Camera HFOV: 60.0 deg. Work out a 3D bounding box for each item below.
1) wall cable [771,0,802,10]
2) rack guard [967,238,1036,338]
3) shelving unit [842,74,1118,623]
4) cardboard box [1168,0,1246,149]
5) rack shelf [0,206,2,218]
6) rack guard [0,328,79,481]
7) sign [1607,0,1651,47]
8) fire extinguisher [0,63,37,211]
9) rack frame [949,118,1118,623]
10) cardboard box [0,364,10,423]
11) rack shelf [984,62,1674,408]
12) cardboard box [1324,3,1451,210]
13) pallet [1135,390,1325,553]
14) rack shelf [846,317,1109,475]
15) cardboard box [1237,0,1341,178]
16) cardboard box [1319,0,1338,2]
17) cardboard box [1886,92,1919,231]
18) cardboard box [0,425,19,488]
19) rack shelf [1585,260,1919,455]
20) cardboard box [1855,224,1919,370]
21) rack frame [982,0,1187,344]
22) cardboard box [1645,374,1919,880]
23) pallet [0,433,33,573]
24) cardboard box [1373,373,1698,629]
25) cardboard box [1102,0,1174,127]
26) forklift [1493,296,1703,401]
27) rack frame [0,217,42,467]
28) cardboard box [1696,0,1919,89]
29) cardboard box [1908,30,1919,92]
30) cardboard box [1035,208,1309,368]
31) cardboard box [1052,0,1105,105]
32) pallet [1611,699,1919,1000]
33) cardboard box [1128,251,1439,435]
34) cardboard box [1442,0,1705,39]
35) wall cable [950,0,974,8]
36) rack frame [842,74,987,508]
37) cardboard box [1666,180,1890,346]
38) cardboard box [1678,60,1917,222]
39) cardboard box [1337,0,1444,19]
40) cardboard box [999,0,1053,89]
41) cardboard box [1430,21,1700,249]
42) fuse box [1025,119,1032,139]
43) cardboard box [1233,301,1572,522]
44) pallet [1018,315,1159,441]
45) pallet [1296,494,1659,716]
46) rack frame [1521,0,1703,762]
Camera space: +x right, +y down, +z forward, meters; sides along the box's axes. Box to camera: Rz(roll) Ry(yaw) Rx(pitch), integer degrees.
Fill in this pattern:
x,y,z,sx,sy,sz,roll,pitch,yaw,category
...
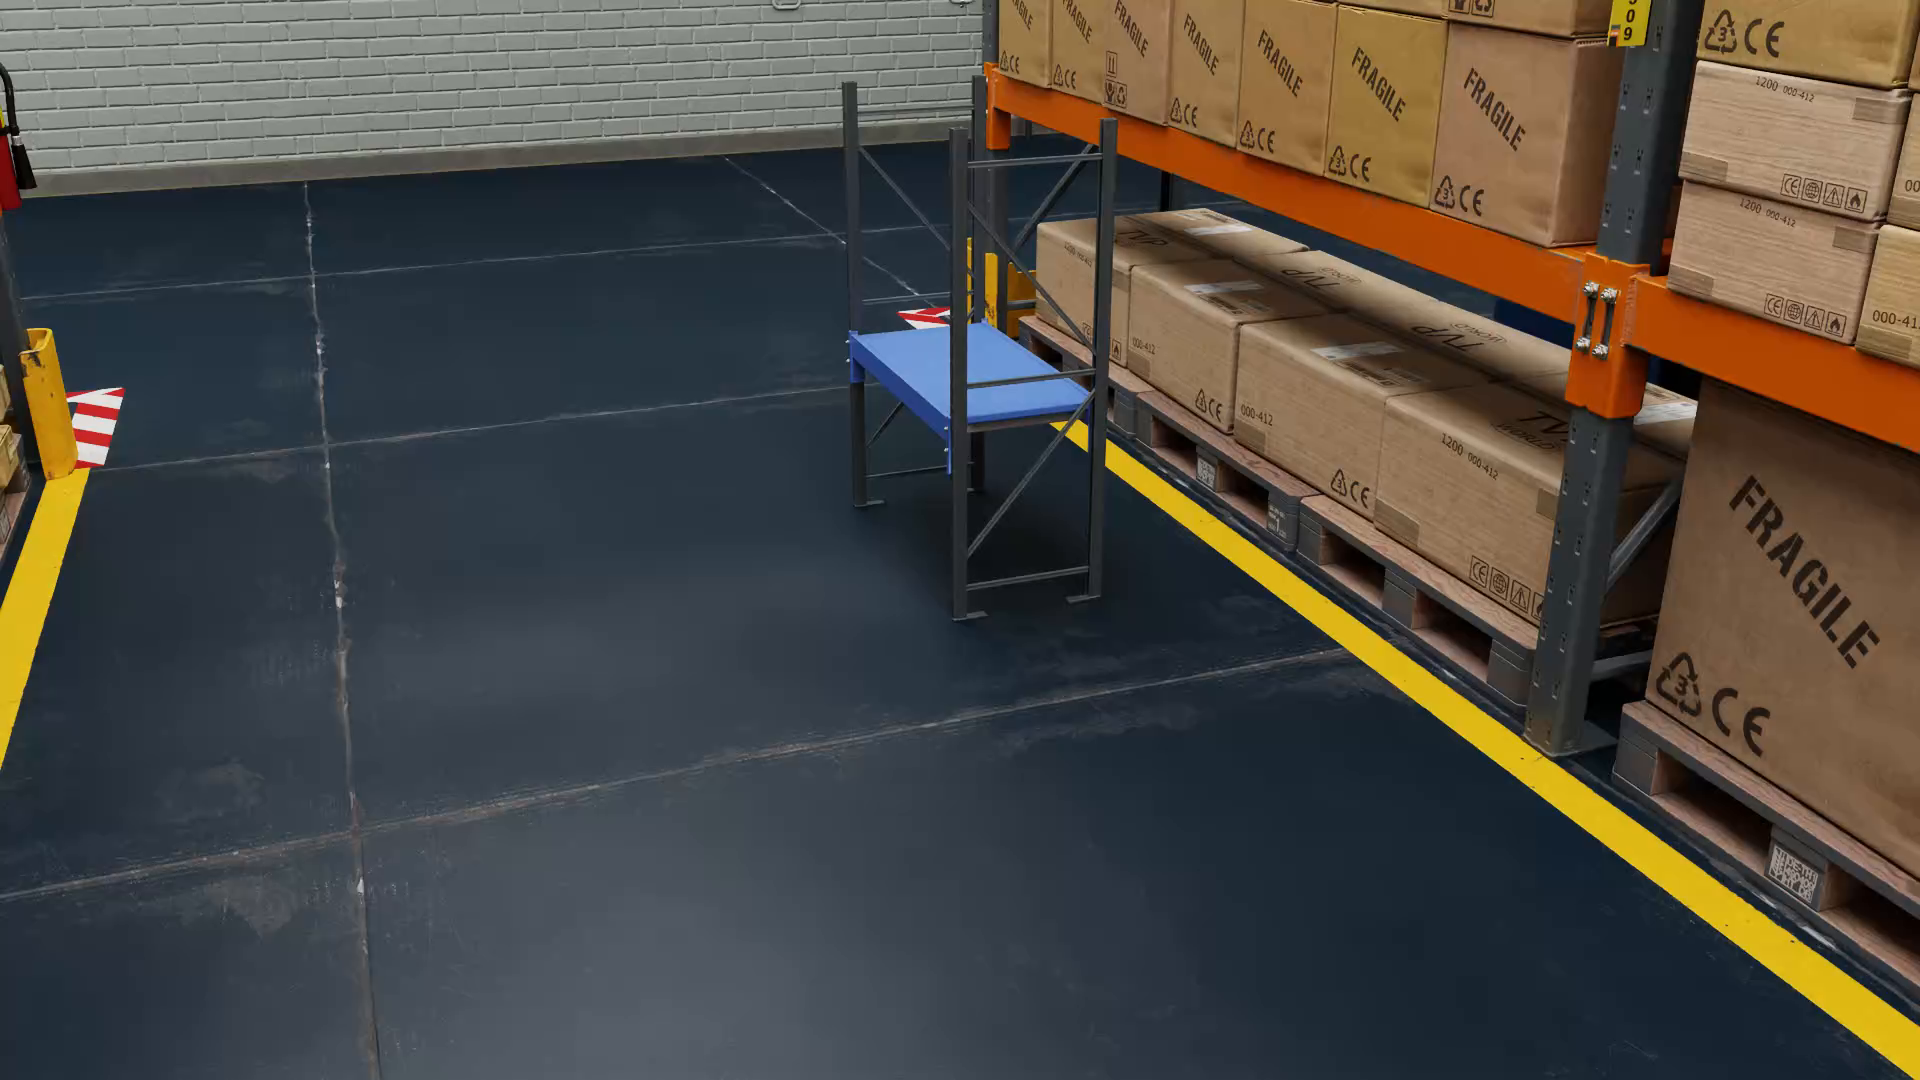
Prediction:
x,y,z,sx,sy,sz,roll,pitch,yaw,category
-1.428,-4.872,12.100,0.585,1.953,0.123,-8,24,-19,wall cable
0.578,-1.201,7.956,1.175,0.500,0.348,-8,24,-19,rack guard
0.030,-0.660,5.385,0.538,1.500,1.048,-8,24,-19,shelving unit
1.047,-1.630,5.625,0.500,0.500,0.500,-8,24,-17,cardboard box
-3.303,-0.570,4.167,1.077,0.370,4.000,-8,24,-19,rack shelf
-3.982,-0.449,6.171,1.175,0.500,0.348,-8,24,-19,rack guard
1.480,-1.250,3.636,0.100,0.325,0.005,-8,24,-19,sign
-3.666,-1.576,6.206,0.296,0.674,0.183,-8,24,-19,fire extinguisher
0.210,-0.475,4.947,0.500,1.500,0.032,-8,24,-19,rack frame
-3.556,-0.493,5.804,0.380,0.149,0.250,-9,24,-20,cardboard box
1.293,-1.286,5.865,1.077,0.370,4.000,-8,24,-19,rack shelf
1.409,-1.257,4.740,0.500,0.500,0.500,-9,24,-20,cardboard box
1.369,-0.337,6.278,1.003,0.211,1.213,-8,24,-19,pallet
0.030,-0.494,5.455,0.538,0.185,1.000,-8,24,-19,rack shelf
1.218,-1.437,5.169,0.500,0.500,0.500,-9,24,-20,cardboard box
1.214,-1.900,4.981,0.500,0.500,0.500,-8,24,-18,cardboard box
2.101,-0.668,3.022,0.500,0.250,0.500,-8,24,-18,cardboard box
-3.443,-0.266,5.649,0.380,0.149,0.250,-8,24,-17,cardboard box
2.706,0.167,2.417,1.077,0.370,4.000,-8,24,-19,rack shelf
2.092,-0.438,3.120,0.500,0.250,0.500,-9,24,-20,cardboard box
0.586,-2.344,7.450,1.000,3.000,0.127,-8,24,-19,rack frame
2.293,0.109,3.824,0.875,0.875,0.875,-8,24,-17,cardboard box
-3.728,-0.016,5.515,1.003,0.211,1.213,-8,24,-19,pallet
1.878,-0.147,4.994,0.875,0.438,0.875,-9,24,-20,cardboard box
0.855,-1.809,6.052,0.500,0.500,0.500,-8,24,-19,cardboard box
3.159,-1.436,5.384,1.130,2.935,3.031,-8,24,-17,forklift
-4.009,-1.628,5.751,1.000,3.000,0.127,-8,24,-19,rack frame
1.886,-1.198,3.315,0.500,0.500,0.500,-8,24,-18,cardboard box
2.091,-1.017,2.885,0.500,0.500,0.500,-8,24,-19,cardboard box
0.913,-1.131,7.329,0.875,0.438,0.875,-9,25,-21,cardboard box
0.692,-1.997,6.496,0.500,0.500,0.500,-9,24,-20,cardboard box
2.342,0.664,3.902,1.003,0.211,1.213,-8,24,-19,pallet
1.244,-0.800,6.543,0.875,0.438,0.875,-8,24,-18,cardboard box
1.574,-1.531,4.105,0.500,0.500,0.500,-9,24,-19,cardboard box
-0.105,-5.057,12.578,0.588,1.984,0.122,-8,24,-19,wall cable
-0.149,-0.845,5.823,0.500,1.500,0.032,-8,24,-19,rack frame
1.908,-0.626,3.565,0.500,0.250,0.500,-9,24,-20,cardboard box
1.891,-0.854,3.462,0.500,0.250,0.500,-9,24,-21,cardboard box
1.402,-1.717,4.545,0.500,0.500,0.500,-9,24,-20,cardboard box
0.487,-2.176,6.923,0.500,0.500,0.500,-9,24,-19,cardboard box
1.596,-1.070,4.299,0.500,0.500,0.500,-8,24,-19,cardboard box
0.589,-4.031,13.111,0.539,1.711,0.414,-8,24,-19,fuse box
1.561,-0.472,5.765,0.875,0.438,0.875,-9,25,-21,cardboard box
0.942,-0.779,7.328,1.003,0.211,1.213,-8,24,-19,pallet
1.804,0.107,5.224,1.003,0.211,1.213,-8,24,-19,pallet
1.999,-0.891,4.001,1.000,3.000,0.127,-8,24,-19,rack frame
